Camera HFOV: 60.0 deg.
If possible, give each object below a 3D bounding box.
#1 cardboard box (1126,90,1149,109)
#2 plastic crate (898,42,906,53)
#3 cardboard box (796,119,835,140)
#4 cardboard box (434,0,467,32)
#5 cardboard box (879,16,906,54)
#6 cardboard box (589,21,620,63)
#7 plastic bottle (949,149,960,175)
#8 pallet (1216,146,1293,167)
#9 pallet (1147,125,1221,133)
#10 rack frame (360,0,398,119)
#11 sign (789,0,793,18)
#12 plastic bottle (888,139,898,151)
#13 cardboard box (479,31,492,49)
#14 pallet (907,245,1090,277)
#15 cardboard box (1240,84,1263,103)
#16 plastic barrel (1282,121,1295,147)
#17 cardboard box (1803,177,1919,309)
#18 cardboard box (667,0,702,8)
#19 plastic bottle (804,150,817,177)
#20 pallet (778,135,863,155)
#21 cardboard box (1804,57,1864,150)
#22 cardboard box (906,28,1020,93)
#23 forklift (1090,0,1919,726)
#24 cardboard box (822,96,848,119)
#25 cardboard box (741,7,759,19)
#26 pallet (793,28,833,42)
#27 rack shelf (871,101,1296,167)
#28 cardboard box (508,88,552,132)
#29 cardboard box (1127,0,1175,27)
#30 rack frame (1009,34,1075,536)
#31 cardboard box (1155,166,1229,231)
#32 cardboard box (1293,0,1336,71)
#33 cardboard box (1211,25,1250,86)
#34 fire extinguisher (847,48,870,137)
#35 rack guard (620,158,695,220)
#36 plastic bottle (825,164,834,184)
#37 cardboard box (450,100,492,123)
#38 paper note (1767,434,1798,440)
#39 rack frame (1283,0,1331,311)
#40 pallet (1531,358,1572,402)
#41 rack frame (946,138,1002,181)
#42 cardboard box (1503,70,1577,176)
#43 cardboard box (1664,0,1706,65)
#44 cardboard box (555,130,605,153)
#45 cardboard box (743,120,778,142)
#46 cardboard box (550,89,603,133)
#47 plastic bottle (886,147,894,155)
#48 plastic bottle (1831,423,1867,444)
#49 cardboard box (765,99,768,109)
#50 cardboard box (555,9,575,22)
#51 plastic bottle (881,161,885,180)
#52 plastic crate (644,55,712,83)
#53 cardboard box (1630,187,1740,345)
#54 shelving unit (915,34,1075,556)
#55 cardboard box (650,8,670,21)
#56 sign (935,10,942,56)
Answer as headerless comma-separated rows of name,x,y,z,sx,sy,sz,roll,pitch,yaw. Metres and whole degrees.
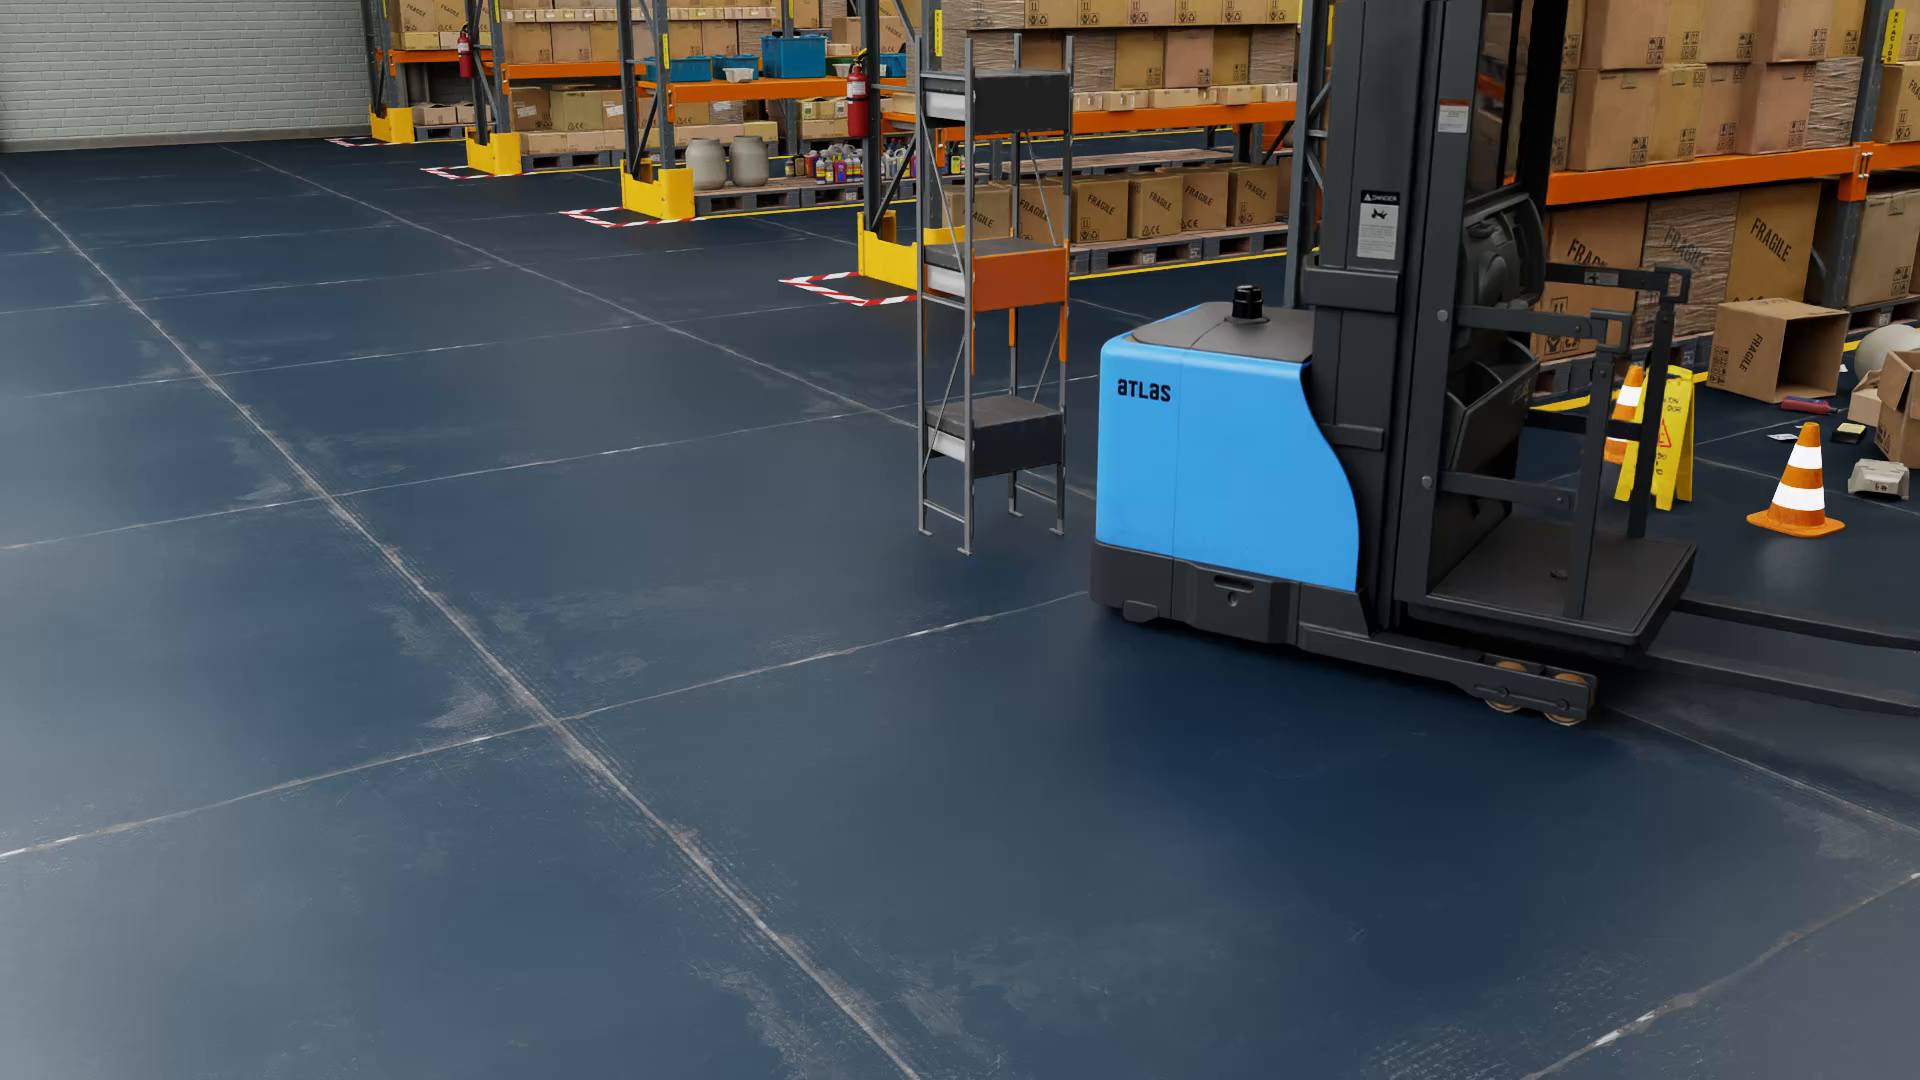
cardboard box,1.351,-3.671,13.813,0.250,0.149,0.380,-12,22,-31
plastic crate,-0.351,-5.428,18.713,0.504,0.338,0.767,-12,22,-31
cardboard box,-2.092,-5.742,23.184,0.500,0.250,0.500,-13,22,-33
cardboard box,-7.651,-7.843,24.791,0.500,0.500,0.500,-12,22,-31
cardboard box,-1.056,-7.200,23.703,0.500,0.500,0.500,-12,22,-31
cardboard box,-4.655,-6.442,21.461,0.500,0.500,0.700,-12,22,-31
plastic bottle,-0.064,-4.264,18.729,0.133,0.283,0.061,-11,21,-29
pallet,4.133,-5.049,21.850,1.213,0.211,1.003,-12,22,-31
pallet,3.458,-6.776,26.958,1.213,0.211,1.003,-12,22,-31
rack frame,-8.633,-7.461,24.630,0.127,3.000,1.000,-12,22,-31
sign,-2.258,-7.140,22.207,0.005,0.325,0.100,-12,22,-31
plastic bottle,-0.746,-4.438,19.137,0.185,0.351,0.144,-11,22,-30
cardboard box,-7.196,-7.584,25.196,0.500,0.250,0.500,-12,22,-32
pallet,0.301,-2.312,13.754,1.213,0.211,1.003,-12,22,-31
cardboard box,2.407,-3.886,14.447,0.250,0.149,0.380,-12,22,-31
plastic barrel,4.319,-5.455,21.924,0.421,0.512,0.421,0,19,0
cardboard box,5.993,-2.113,11.668,0.750,0.750,1.050,-12,22,-32
cardboard box,-3.772,-7.246,21.812,0.500,0.500,0.700,-12,22,-31
plastic bottle,-1.666,-4.207,18.571,0.135,0.276,0.152,-12,22,-31
pallet,-1.971,-5.660,23.658,1.213,0.211,1.003,-12,22,-31
cardboard box,5.222,-2.849,10.754,0.550,0.550,0.875,-12,22,-31
cardboard box,0.014,-3.764,13.074,0.500,0.500,0.875,-12,22,-31
forklift,2.019,-0.975,5.552,3.031,2.935,1.130,11,22,30
cardboard box,-1.662,-6.096,23.355,0.500,0.311,0.500,-12,22,-32
cardboard box,-2.882,-7.047,22.238,0.250,0.149,0.380,-12,22,-33
pallet,-2.488,-8.625,28.373,1.003,0.211,1.213,-12,22,-31
rack shelf,1.210,-3.498,14.030,4.000,0.370,1.077,-12,22,-31
cardboard box,-5.621,-5.562,21.480,0.500,0.500,0.500,-12,22,-31
cardboard box,1.401,-4.436,13.502,0.500,0.500,0.500,-12,22,-31
rack frame,0.342,-1.067,7.122,0.015,2.100,0.400,-12,22,-31
cardboard box,2.050,-3.043,14.809,0.500,0.500,0.500,-5,19,-14
cardboard box,3.621,-4.776,15.097,1.000,1.000,1.000,-12,22,-31
cardboard box,2.034,-4.238,14.475,0.500,0.500,0.875,-12,22,-31
fire extinguisher,-0.809,-3.553,13.190,0.183,0.674,0.296,-12,22,-31
rack guard,-3.147,-3.653,17.269,0.348,0.500,1.175,-12,22,-31
plastic bottle,-1.412,-3.948,17.921,0.097,0.201,0.097,0,19,0
cardboard box,-7.530,-6.594,25.576,0.500,0.311,0.500,-10,21,-27
paper note,4.392,-0.549,8.824,0.142,0.017,0.144,-4,19,-13
rack frame,2.183,-2.142,8.896,0.127,3.000,1.000,-12,22,-31
pallet,2.808,-0.982,9.821,1.213,0.211,1.003,-12,22,-31
rack frame,0.156,-5.515,18.876,0.127,3.000,1.000,-12,22,-31
cardboard box,2.916,-2.393,9.405,0.550,0.550,0.875,-12,22,-31
cardboard box,3.837,-3.091,9.785,0.500,0.550,0.875,-12,22,-31
cardboard box,-4.920,-5.157,21.452,0.500,0.250,0.500,-12,22,-31
cardboard box,-2.832,-5.597,22.755,0.500,0.250,0.500,-12,22,-31
cardboard box,-4.919,-5.512,21.331,0.500,0.500,0.500,-12,22,-31
plastic bottle,-0.801,-4.342,18.979,0.097,0.271,0.097,0,19,0
plastic bottle,4.739,-0.575,8.849,0.133,0.061,0.283,13,23,34
cardboard box,-3.418,-7.599,28.254,0.500,0.500,0.700,-12,22,-32
cardboard box,-5.031,-6.593,20.895,0.250,0.149,0.380,-12,22,-31
plastic bottle,-0.874,-4.061,18.257,0.097,0.201,0.097,0,19,0
plastic crate,-2.931,-4.909,17.313,0.616,0.251,0.499,-12,22,-31
cardboard box,4.209,-1.787,10.508,0.875,0.875,0.875,-12,22,-31
shelving unit,0.138,-1.024,6.995,0.503,2.100,0.431,-12,22,-31
cardboard box,-3.955,-6.820,21.564,0.250,0.149,0.380,-11,22,-30
sign,-0.162,-3.751,12.305,0.005,0.325,0.100,-12,22,-31
